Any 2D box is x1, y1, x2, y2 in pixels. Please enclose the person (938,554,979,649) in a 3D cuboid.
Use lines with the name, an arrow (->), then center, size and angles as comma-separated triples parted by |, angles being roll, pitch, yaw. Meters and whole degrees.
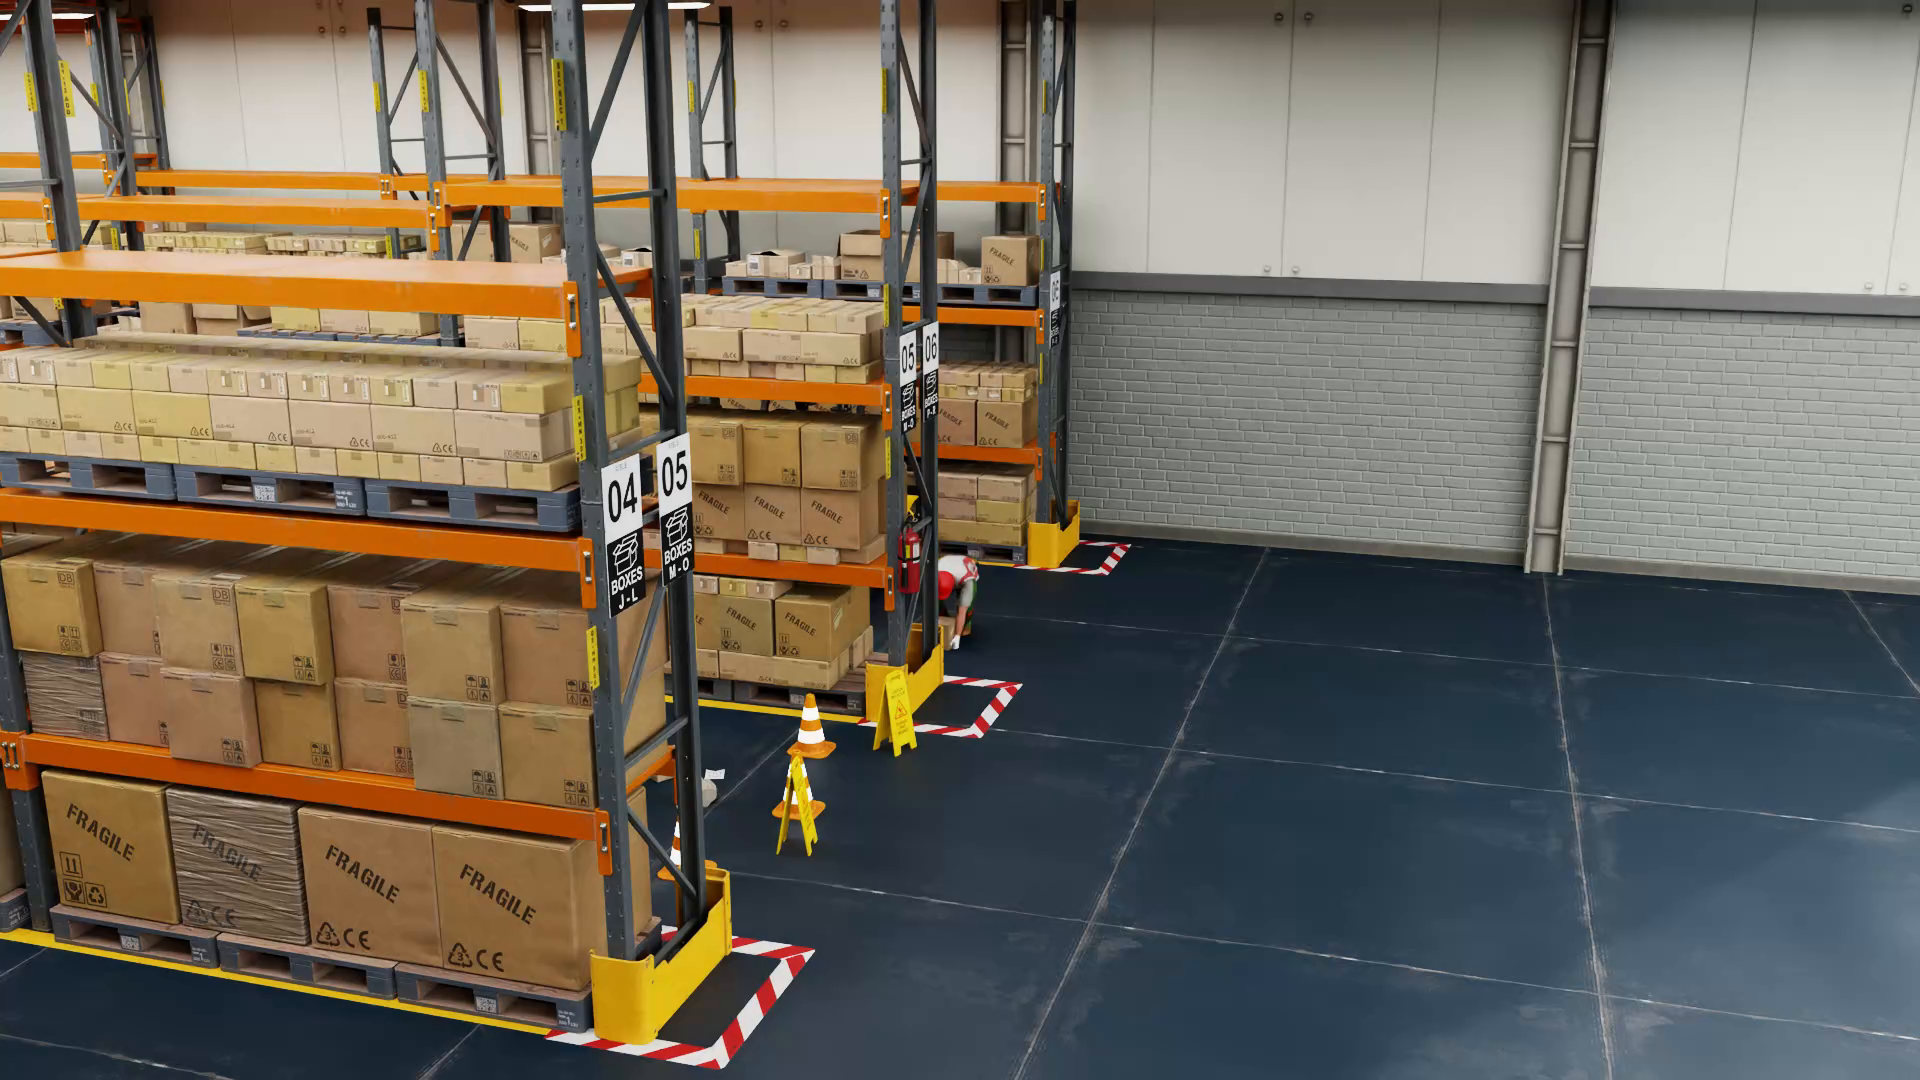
person -> -0.093, 0.561, 15.885 | 0.520, 0.798, 0.959 | 4, 15, 15
